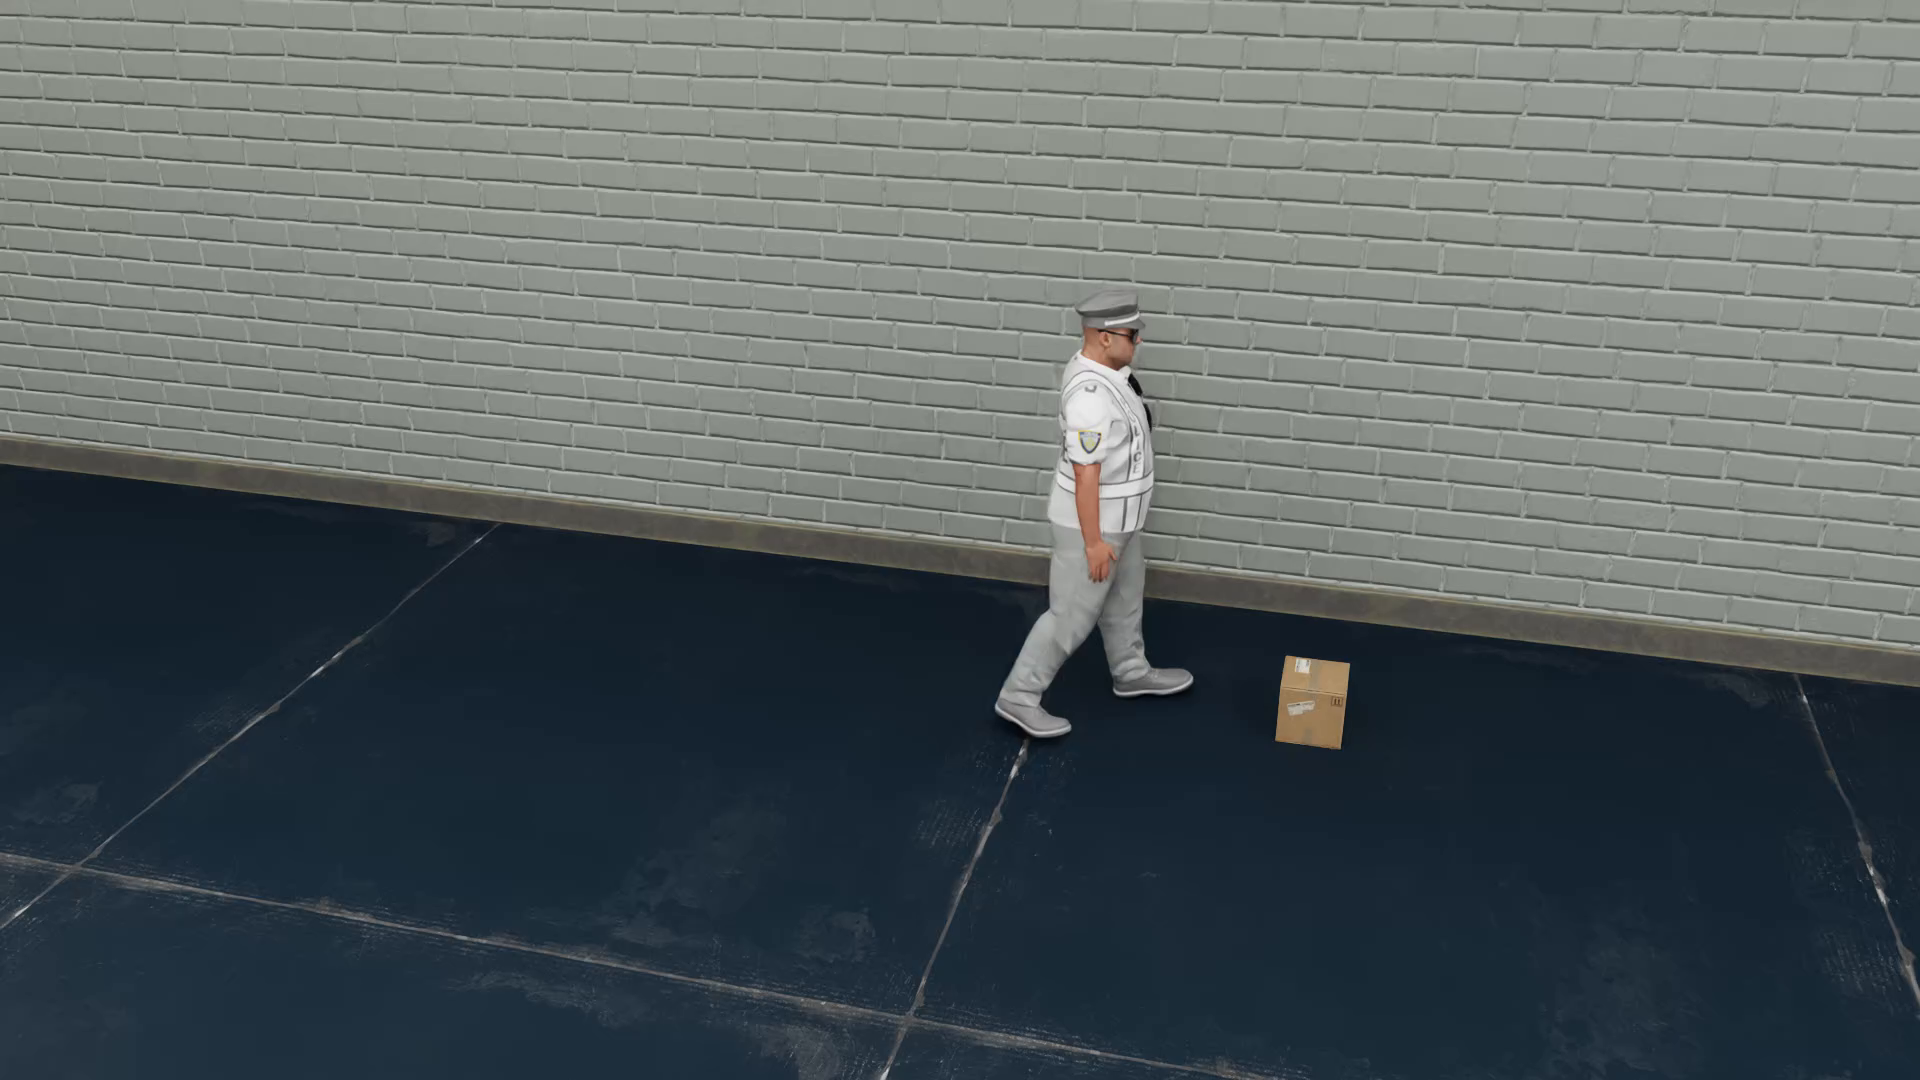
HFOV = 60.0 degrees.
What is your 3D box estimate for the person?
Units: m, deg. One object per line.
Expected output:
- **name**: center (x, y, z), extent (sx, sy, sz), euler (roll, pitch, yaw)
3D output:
- **person**: center (0.538, -0.097, 6.296), extent (0.780, 1.742, 0.559), euler (3, 25, 7)
